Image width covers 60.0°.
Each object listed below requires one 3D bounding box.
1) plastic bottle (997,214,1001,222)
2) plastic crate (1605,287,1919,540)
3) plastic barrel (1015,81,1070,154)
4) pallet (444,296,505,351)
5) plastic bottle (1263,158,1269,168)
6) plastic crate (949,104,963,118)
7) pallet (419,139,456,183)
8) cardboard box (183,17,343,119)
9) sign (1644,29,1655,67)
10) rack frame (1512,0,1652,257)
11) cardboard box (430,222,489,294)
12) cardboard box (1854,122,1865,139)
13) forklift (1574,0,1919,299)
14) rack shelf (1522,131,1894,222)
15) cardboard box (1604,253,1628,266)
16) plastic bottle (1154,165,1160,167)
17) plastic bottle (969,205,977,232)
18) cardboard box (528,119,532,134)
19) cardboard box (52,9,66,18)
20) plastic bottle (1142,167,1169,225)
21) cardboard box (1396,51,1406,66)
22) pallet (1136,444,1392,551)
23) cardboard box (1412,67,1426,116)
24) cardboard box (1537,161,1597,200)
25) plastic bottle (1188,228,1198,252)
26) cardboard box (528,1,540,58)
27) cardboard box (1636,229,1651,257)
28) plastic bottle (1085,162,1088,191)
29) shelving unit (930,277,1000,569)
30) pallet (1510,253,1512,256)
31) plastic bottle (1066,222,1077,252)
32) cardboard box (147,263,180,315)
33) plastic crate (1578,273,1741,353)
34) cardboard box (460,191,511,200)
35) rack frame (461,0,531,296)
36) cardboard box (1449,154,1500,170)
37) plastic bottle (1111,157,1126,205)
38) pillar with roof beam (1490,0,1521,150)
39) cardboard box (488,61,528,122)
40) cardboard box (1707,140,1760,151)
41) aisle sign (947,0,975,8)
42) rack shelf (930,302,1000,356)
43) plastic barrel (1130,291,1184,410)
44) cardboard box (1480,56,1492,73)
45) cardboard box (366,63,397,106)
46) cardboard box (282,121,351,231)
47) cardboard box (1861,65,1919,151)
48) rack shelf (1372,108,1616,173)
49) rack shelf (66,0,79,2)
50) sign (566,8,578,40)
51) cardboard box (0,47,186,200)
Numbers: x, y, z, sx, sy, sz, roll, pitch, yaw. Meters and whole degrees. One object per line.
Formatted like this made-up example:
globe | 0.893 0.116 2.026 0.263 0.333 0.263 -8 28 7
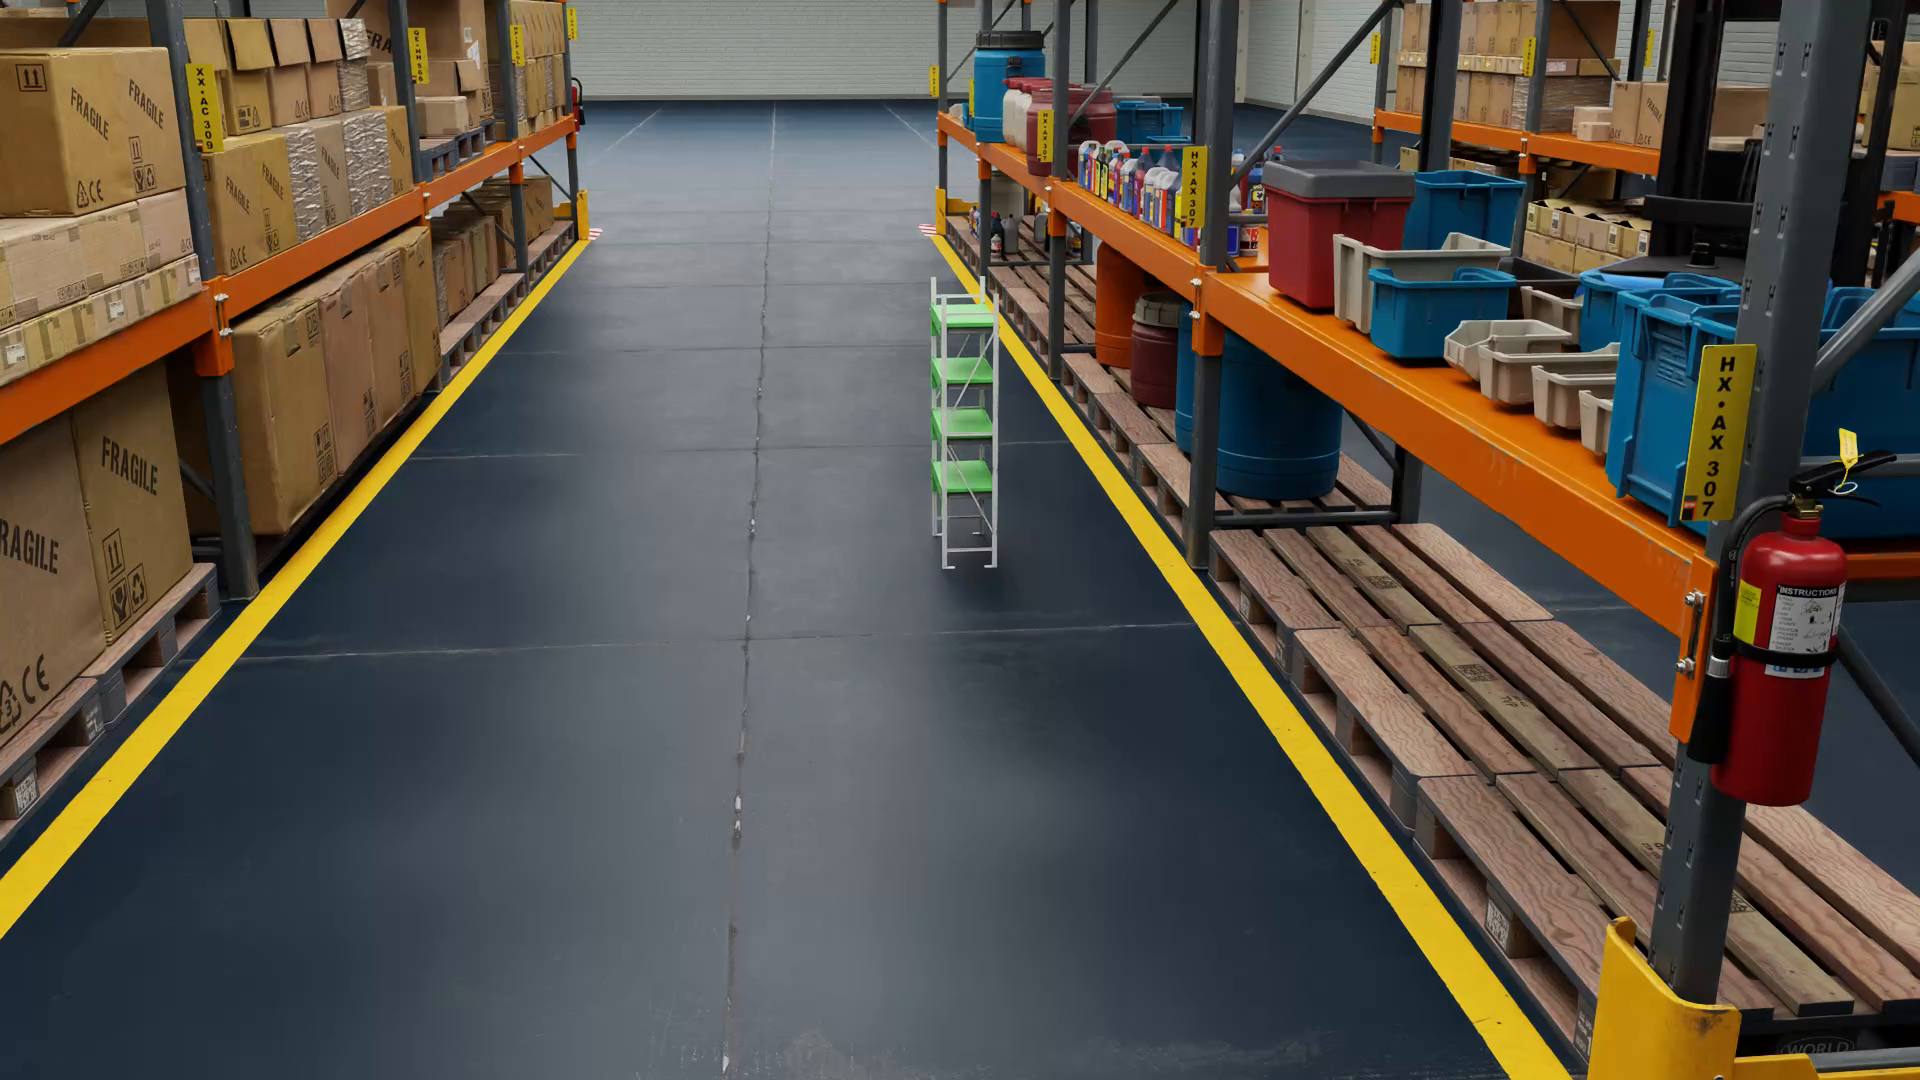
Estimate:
plastic bottle | 0.372 -2.972 15.935 0.061 0.283 0.133 -2 18 -6
plastic crate | 1.696 -0.275 3.385 0.616 0.435 0.499 -2 18 -6
plastic barrel | 0.635 -3.265 12.842 0.433 0.535 0.433 0 17 0
pallet | -4.037 -1.631 12.519 1.003 0.211 1.213 -2 18 -6
plastic bottle | 1.647 -1.919 8.975 0.061 0.283 0.133 -2 18 -6
plastic crate | 0.038 -4.500 17.443 0.298 0.136 0.250 -2 18 -6
pallet | -4.015 -2.483 10.899 1.213 0.211 1.003 -2 18 -6
cardboard box | -3.712 -2.479 8.725 0.797 0.503 0.637 -1 17 -4
sign | 6.145 -4.397 14.873 0.100 0.325 0.005 -2 18 -6
rack frame | 5.606 -3.862 14.972 1.000 3.000 0.127 -2 18 -6
cardboard box | -4.176 -2.248 13.270 0.700 0.500 0.500 -2 18 -6
cardboard box | 6.024 -2.738 11.539 0.500 0.311 0.500 -1 17 -2
forklift | 4.460 -1.964 9.039 1.130 2.935 3.031 15 23 39
rack shelf | 5.812 -2.923 13.182 1.077 0.370 4.000 -2 18 -6
cardboard box | 5.560 -2.165 13.454 0.500 0.250 0.500 -1 17 -5
plastic bottle | 1.022 -1.817 8.671 0.097 0.271 0.097 0 17 0
plastic bottle | 0.143 -3.261 16.876 0.097 0.271 0.097 0 17 0
cardboard box | -4.072 -3.734 14.981 0.380 0.149 0.250 -2 18 -6
cardboard box | -9.605 -5.101 16.864 0.875 0.550 0.550 -2 18 -6
plastic bottle | 1.014 -1.744 8.430 0.152 0.276 0.135 -2 18 -6
cardboard box | 5.020 -5.288 18.262 0.380 0.149 0.250 -2 18 -6
pallet | 1.466 -0.228 8.050 1.003 0.211 1.213 -2 18 -6
cardboard box | 5.288 -4.806 17.811 0.700 0.500 0.500 -1 17 -4
cardboard box | 5.810 -3.405 16.153 0.500 0.500 0.500 -2 18 -6
plastic bottle | 1.072 -1.446 7.471 0.061 0.283 0.133 -2 18 -6
cardboard box | -4.146 -4.664 15.192 0.500 0.500 0.500 -2 18 -6
cardboard box | 5.610 -2.280 12.886 0.500 0.311 0.500 -2 18 -6
plastic bottle | 0.809 -2.221 10.074 0.097 0.201 0.097 0 17 0
shelving unit | 0.017 -0.523 7.340 0.258 1.200 0.503 -2 18 -6
pallet | 5.565 -2.770 16.148 1.003 0.211 1.213 -2 18 -6
plastic bottle | 1.021 -2.825 15.480 0.152 0.276 0.135 -1 17 -4
cardboard box | -3.039 -0.897 5.944 0.380 0.149 0.250 -1 17 -5
plastic crate | 2.051 -0.649 4.917 0.416 0.233 0.300 -2 18 -6
cardboard box | -4.458 -3.039 15.820 0.500 0.500 0.500 -3 18 -11
rack frame | -4.248 -3.557 14.001 1.000 3.000 0.127 -2 18 -6
cardboard box | 5.179 -3.687 17.050 0.500 0.500 0.500 -2 18 -6
plastic bottle | 0.894 -2.008 9.279 0.097 0.271 0.097 0 17 0
pillar with roof beam | 5.533 -11.331 28.746 9.100 9.000 0.400 -2 18 -6
cardboard box | -4.233 -3.883 14.374 0.875 0.500 0.500 -2 18 -6
cardboard box | 5.651 -2.810 12.040 0.380 0.149 0.250 -2 18 -6
aisle sign | -0.033 -6.155 17.934 0.394 0.787 0.004 -2 18 -6
rack shelf | 0.017 -0.920 7.216 0.258 0.148 0.480 -2 18 -6
plastic barrel | 1.275 -1.087 9.456 0.600 0.588 0.708 -2 18 -6
cardboard box | 5.262 -4.597 16.063 0.380 0.149 0.250 -2 18 -6
cardboard box | -4.088 -2.937 11.155 0.700 0.500 0.500 1 17 3
cardboard box | -3.384 -1.819 8.297 0.500 0.500 0.500 -1 17 -5
cardboard box | 6.195 -2.735 10.512 0.700 0.500 0.500 -8 19 -24
rack shelf | 5.400 -4.115 16.978 1.077 0.370 4.000 -2 18 -6
rack shelf | -9.398 -5.118 15.165 1.077 0.370 4.000 -2 18 -6
sign | -4.106 -5.464 17.611 0.100 0.325 0.005 -2 18 -6
cardboard box | -3.110 -1.473 5.864 0.500 0.500 0.500 -1 17 -4
